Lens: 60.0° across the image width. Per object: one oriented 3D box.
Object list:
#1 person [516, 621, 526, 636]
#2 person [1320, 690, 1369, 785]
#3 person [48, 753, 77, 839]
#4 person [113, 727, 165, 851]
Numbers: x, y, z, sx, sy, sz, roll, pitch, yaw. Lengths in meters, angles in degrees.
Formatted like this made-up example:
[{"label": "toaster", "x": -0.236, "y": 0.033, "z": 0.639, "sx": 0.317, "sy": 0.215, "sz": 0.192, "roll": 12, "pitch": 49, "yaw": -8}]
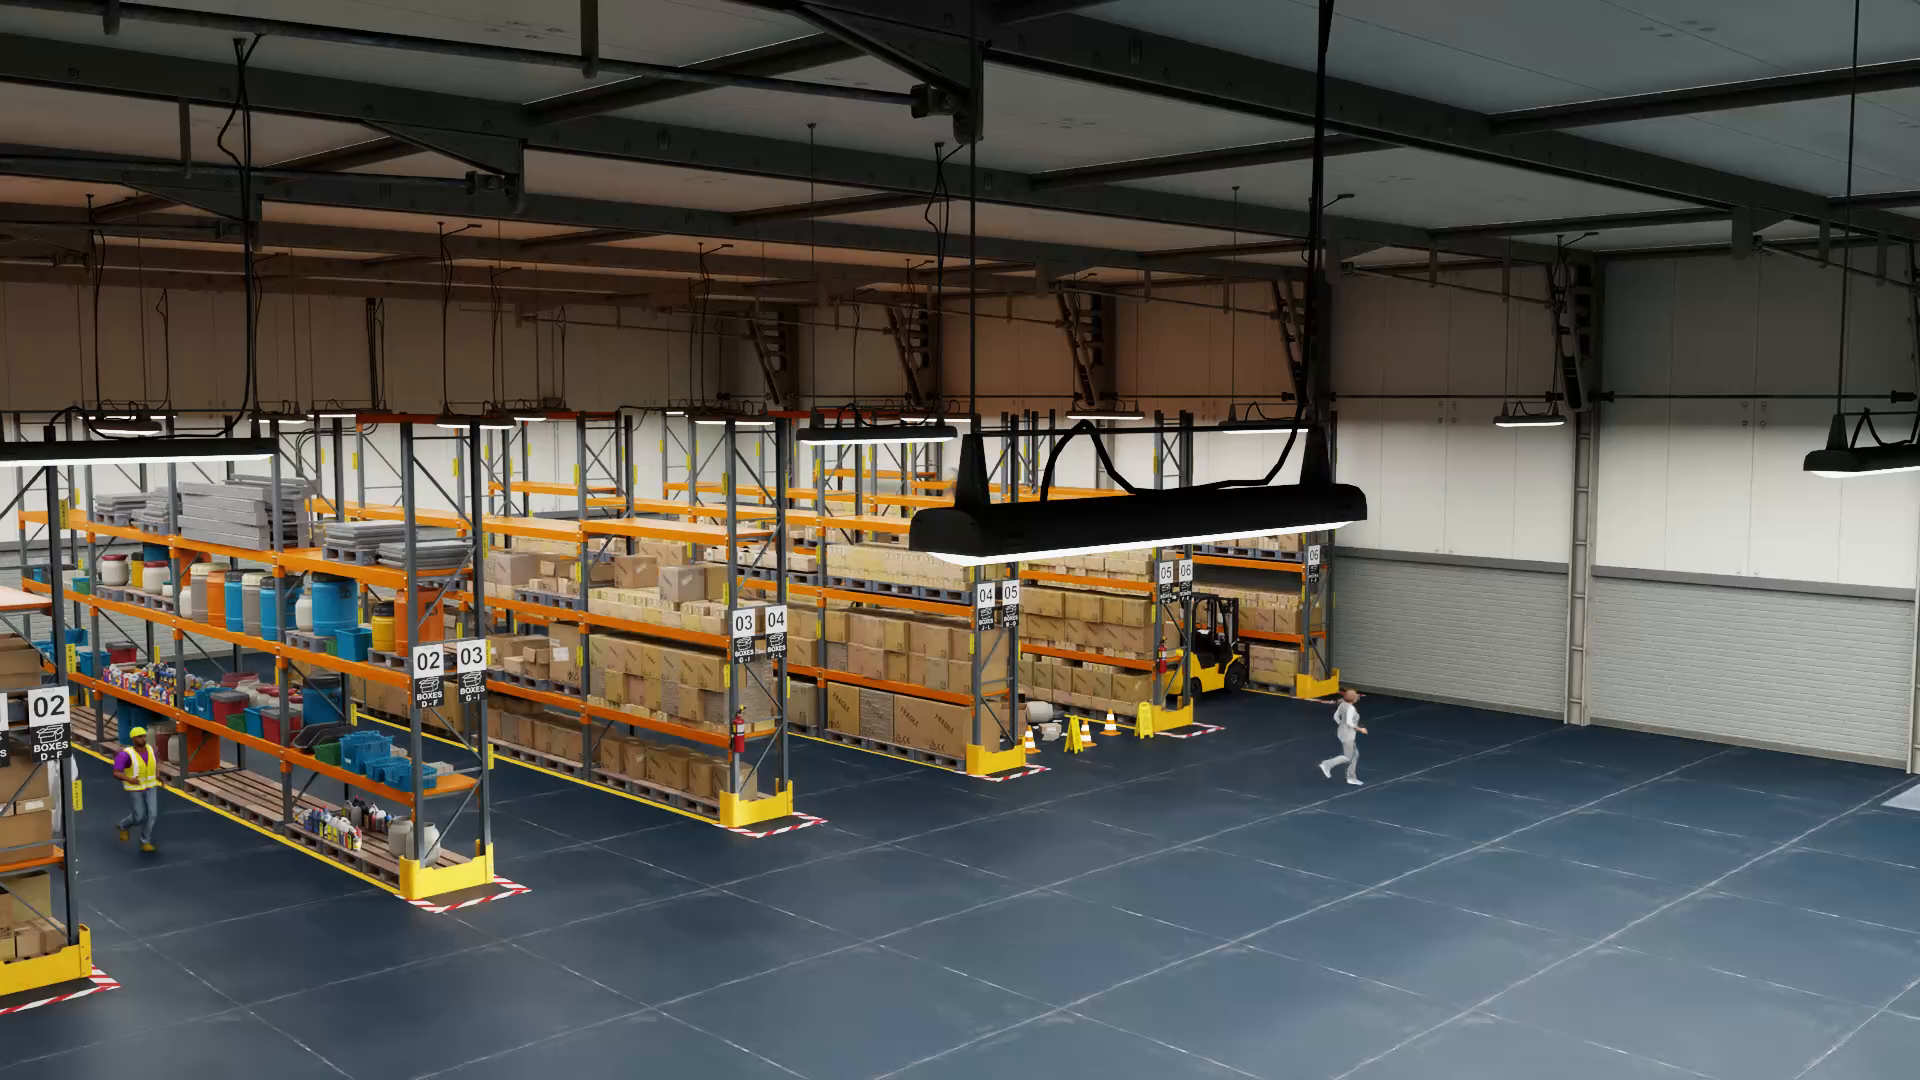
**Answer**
[{"label": "person", "x": -10.759, "y": 1.947, "z": 41.014, "sx": 0.540, "sy": 1.684, "sz": 0.697, "roll": 4, "pitch": 7, "yaw": 41}, {"label": "person", "x": 6.212, "y": 3.212, "z": 27.028, "sx": 0.760, "sy": 1.577, "sz": 0.529, "roll": 0, "pitch": 5, "yaw": -4}, {"label": "person", "x": -12.457, "y": 3.507, "z": 22.776, "sx": 0.742, "sy": 1.733, "sz": 0.751, "roll": 4, "pitch": 6, "yaw": 37}, {"label": "person", "x": -11.451, "y": 3.455, "z": 23.184, "sx": 0.687, "sy": 1.728, "sz": 0.699, "roll": 3, "pitch": 6, "yaw": 32}]
